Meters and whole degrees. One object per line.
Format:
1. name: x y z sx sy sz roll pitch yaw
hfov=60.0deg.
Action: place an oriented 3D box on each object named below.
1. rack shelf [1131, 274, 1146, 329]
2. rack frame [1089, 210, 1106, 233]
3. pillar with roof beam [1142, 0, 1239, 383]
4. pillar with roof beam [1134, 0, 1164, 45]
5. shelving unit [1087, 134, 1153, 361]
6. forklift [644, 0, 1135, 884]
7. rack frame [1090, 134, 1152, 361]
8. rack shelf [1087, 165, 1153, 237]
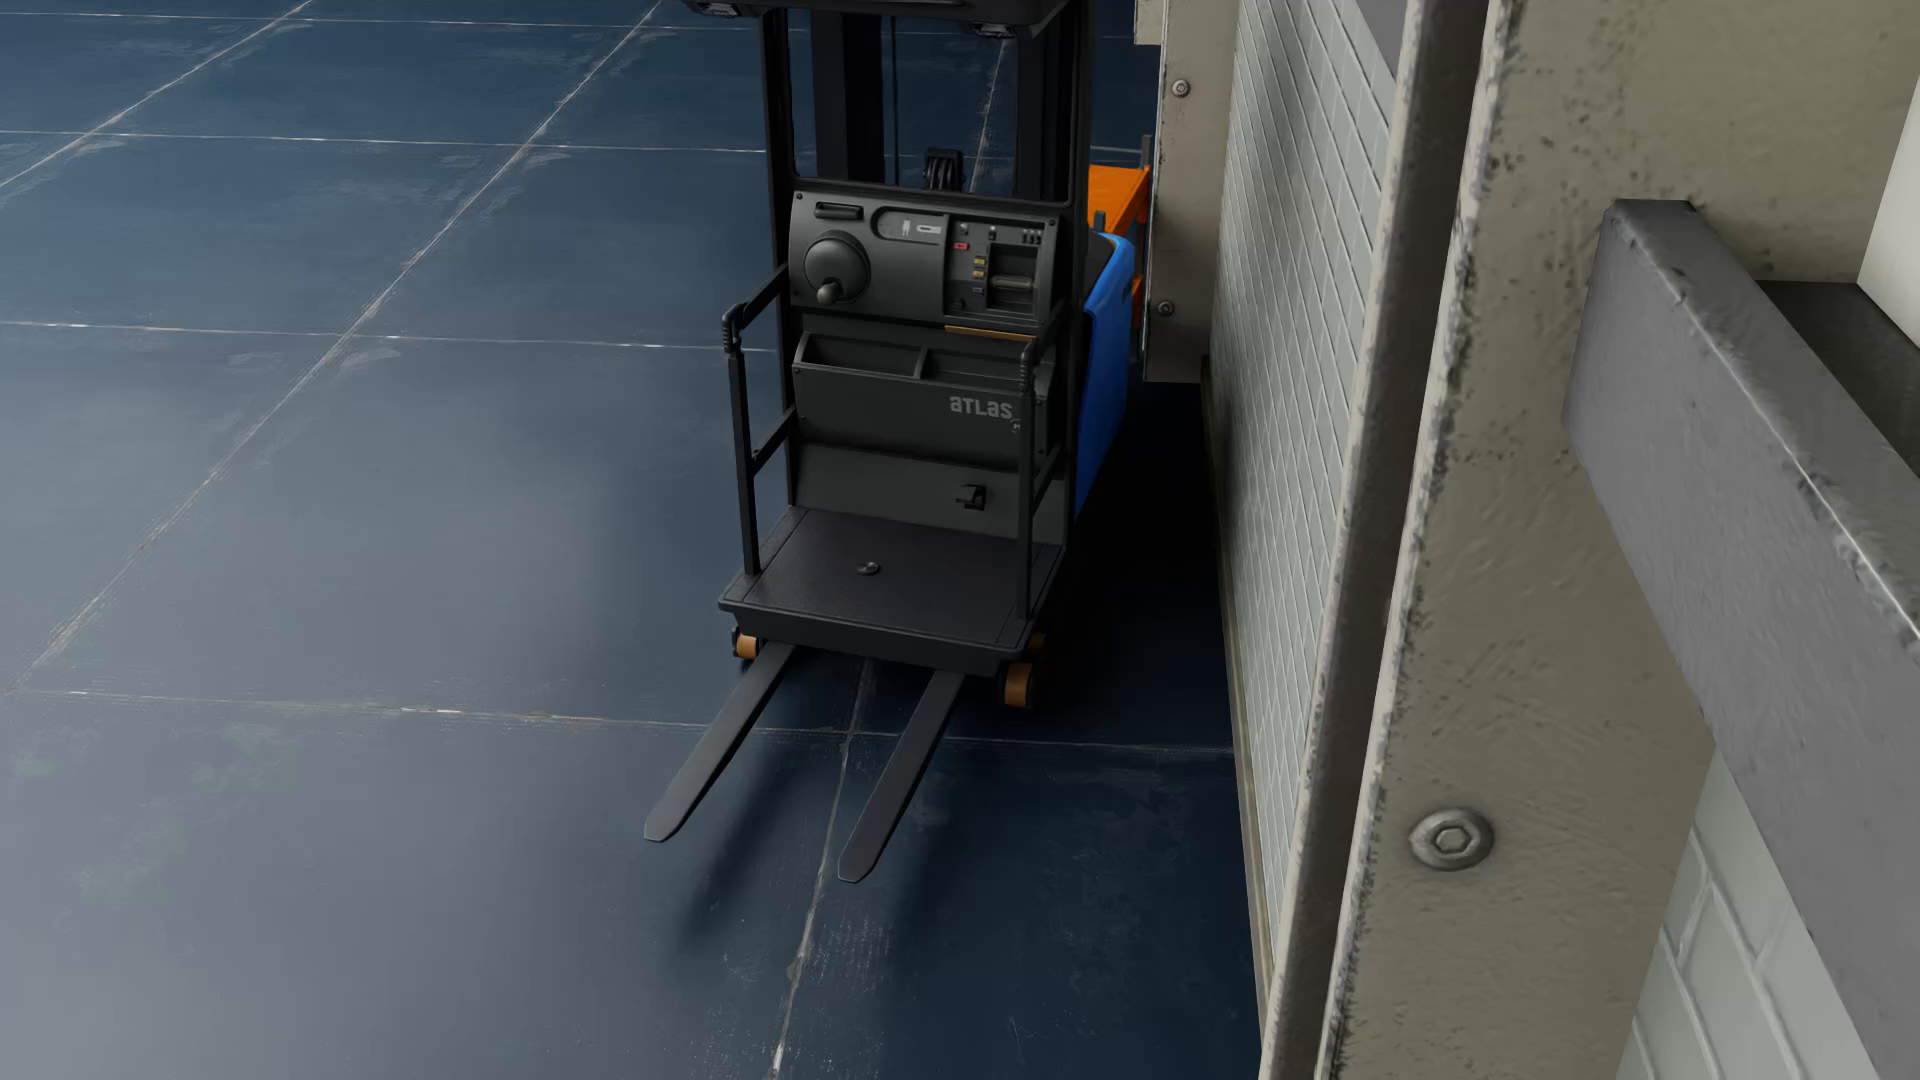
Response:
1. rack shelf: 0.494 -0.940 7.669 0.538 0.278 1.000 9 33 14
2. rack frame: 0.351 -0.892 7.125 0.500 1.125 0.032 9 33 14
3. pillar with roof beam: -3.240 -4.875 6.083 9.100 9.000 0.400 2 32 4
4. pillar with roof beam: -2.751 -8.012 11.174 9.100 9.000 0.400 2 32 4
5. shelving unit: 0.494 -1.148 7.540 0.538 1.125 1.048 9 33 14
6. forklift: -0.187 -0.892 5.404 1.130 2.935 3.031 9 33 14
7. rack frame: 0.637 -1.404 7.956 0.500 1.125 0.032 9 33 14
8. rack shelf: 0.494 -1.397 7.387 0.538 0.278 1.000 9 33 14
